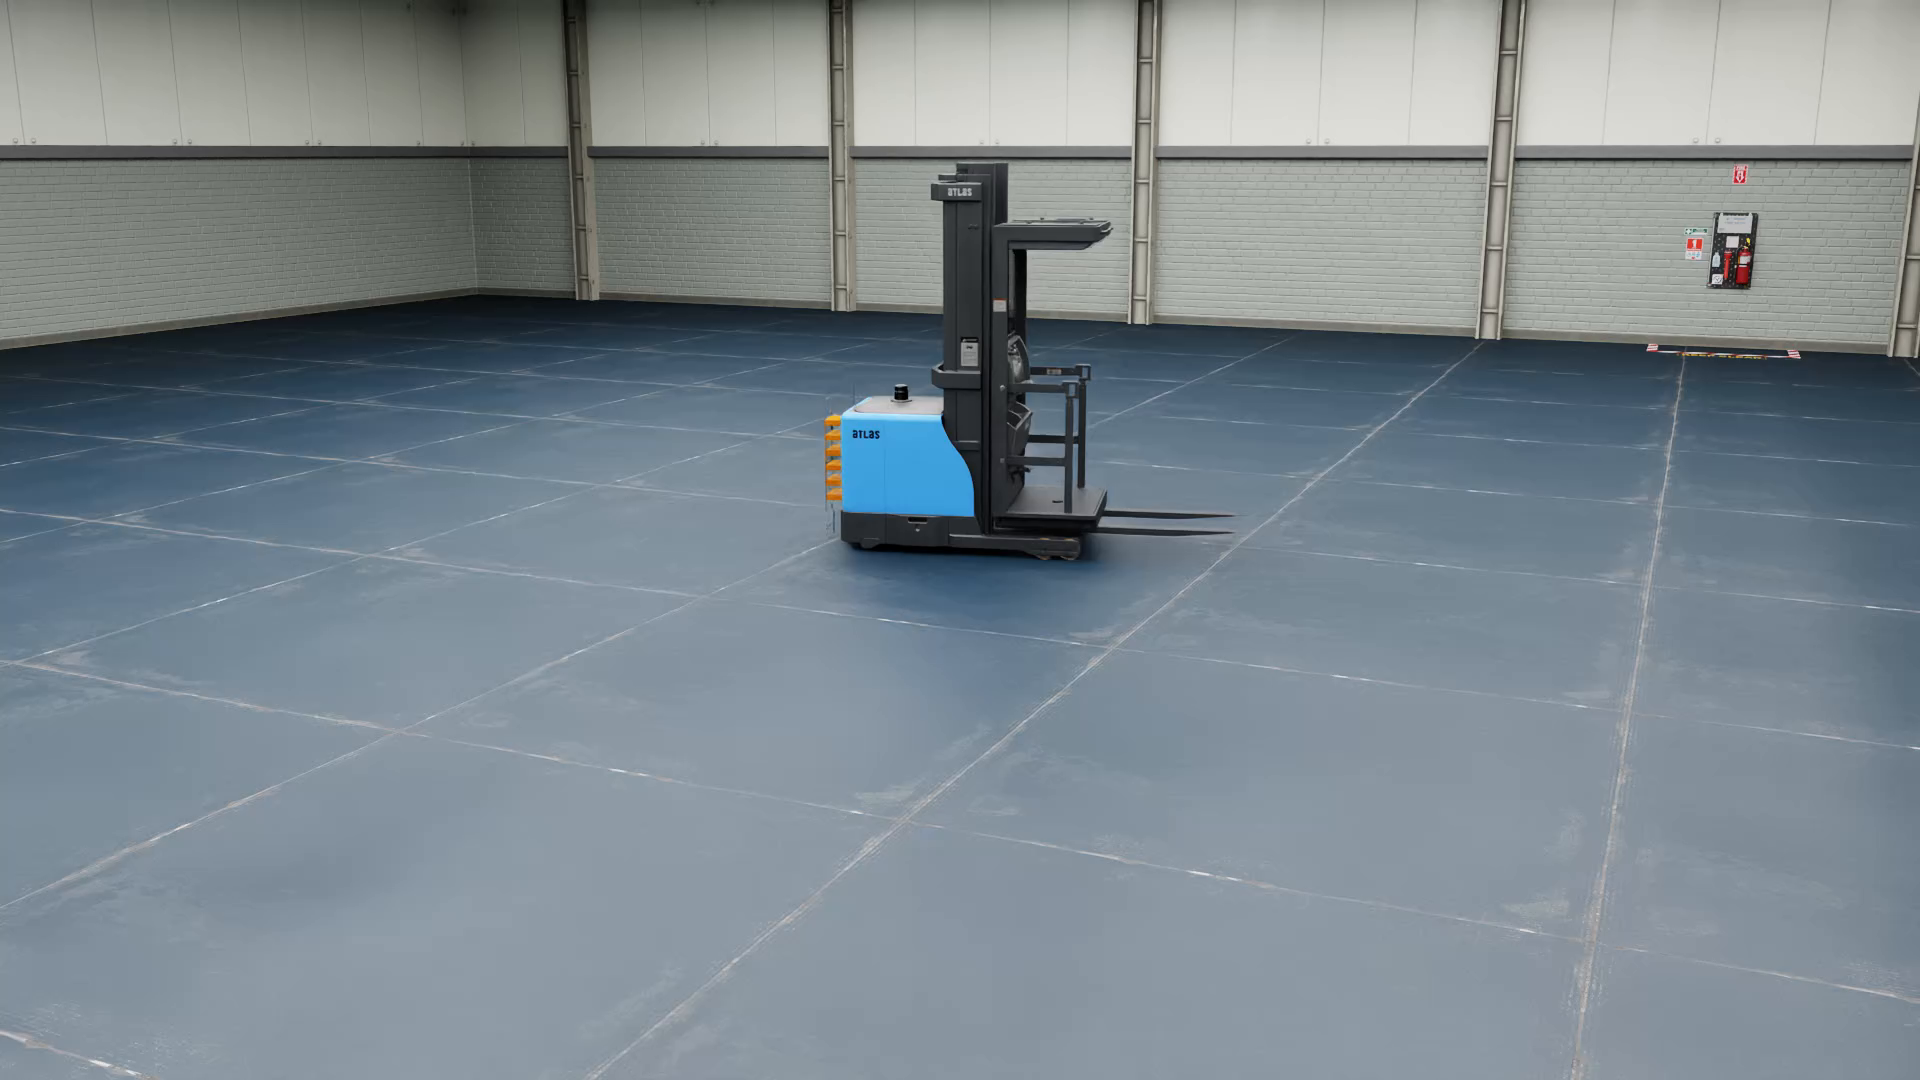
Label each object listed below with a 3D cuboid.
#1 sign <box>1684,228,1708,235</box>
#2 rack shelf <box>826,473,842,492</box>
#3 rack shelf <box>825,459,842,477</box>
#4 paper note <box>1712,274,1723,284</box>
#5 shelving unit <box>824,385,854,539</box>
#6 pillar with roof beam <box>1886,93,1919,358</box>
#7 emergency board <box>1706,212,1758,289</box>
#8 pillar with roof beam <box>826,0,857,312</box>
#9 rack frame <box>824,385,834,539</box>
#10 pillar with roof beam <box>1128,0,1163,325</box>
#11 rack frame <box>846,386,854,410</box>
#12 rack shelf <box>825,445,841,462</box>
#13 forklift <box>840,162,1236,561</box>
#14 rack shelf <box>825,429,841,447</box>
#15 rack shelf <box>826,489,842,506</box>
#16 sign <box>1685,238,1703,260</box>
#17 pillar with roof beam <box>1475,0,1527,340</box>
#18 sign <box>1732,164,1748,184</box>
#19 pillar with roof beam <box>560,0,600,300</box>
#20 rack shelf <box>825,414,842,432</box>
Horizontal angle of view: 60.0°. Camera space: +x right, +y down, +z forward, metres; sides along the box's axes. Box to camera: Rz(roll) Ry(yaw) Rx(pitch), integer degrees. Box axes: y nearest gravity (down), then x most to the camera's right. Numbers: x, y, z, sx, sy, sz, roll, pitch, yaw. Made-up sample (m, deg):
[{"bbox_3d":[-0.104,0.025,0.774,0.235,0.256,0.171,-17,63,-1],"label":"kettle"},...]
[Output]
[{"bbox_3d":[11.507,-4.819,25.989,0.331,0.109,0.001,6,14,23],"label":"sign"},{"bbox_3d":[-0.956,-0.459,13.304,0.180,0.103,0.258,2,13,9],"label":"rack shelf"},{"bbox_3d":[-0.956,-0.576,13.276,0.180,0.103,0.258,2,13,9],"label":"rack shelf"},{"bbox_3d":[11.837,-4.076,25.986,0.142,0.148,0.016,6,14,23],"label":"paper note"},{"bbox_3d":[-0.956,-0.619,13.266,0.189,1.200,0.258,2,13,9],"label":"shelving unit"},{"bbox_3d":[12.471,-6.259,20.228,0.400,9.000,9.100,6,14,23],"label":"pillar with roof beam"},{"bbox_3d":[11.971,-4.474,25.754,0.643,1.169,0.194,6,14,23],"label":"emergency board"},{"bbox_3d":[-3.987,-7.924,27.326,0.400,9.000,9.100,6,14,23],"label":"pillar with roof beam"},{"bbox_3d":[-1.046,-0.623,13.281,0.006,1.200,0.240,2,13,9],"label":"rack frame"},{"bbox_3d":[1.499,-7.369,24.960,0.400,9.000,9.100,6,14,23],"label":"pillar with roof beam"},{"bbox_3d":[-0.865,-0.615,13.251,0.006,1.200,0.240,2,13,9],"label":"rack frame"},{"bbox_3d":[-0.956,-0.693,13.249,0.180,0.103,0.258,2,13,9],"label":"rack shelf"},{"bbox_3d":[0.638,-1.402,12.813,3.031,2.935,1.130,2,13,9],"label":"forklift"},{"bbox_3d":[-0.956,-0.809,13.222,0.180,0.103,0.258,2,13,9],"label":"rack shelf"},{"bbox_3d":[-0.956,-0.342,13.331,0.180,0.103,0.258,2,13,9],"label":"rack shelf"},{"bbox_3d":[11.507,-4.564,26.060,0.234,0.329,0.001,6,14,23],"label":"sign"},{"bbox_3d":[6.985,-6.814,22.594,0.400,9.000,9.100,6,14,23],"label":"pillar with roof beam"},{"bbox_3d":[12.004,-5.624,25.581,0.199,0.298,0.001,6,14,23],"label":"sign"},{"bbox_3d":[-9.472,-8.479,29.692,0.400,9.000,9.100,6,14,23],"label":"pillar with roof beam"},{"bbox_3d":[-0.956,-0.926,13.194,0.180,0.103,0.258,2,13,9],"label":"rack shelf"}]
